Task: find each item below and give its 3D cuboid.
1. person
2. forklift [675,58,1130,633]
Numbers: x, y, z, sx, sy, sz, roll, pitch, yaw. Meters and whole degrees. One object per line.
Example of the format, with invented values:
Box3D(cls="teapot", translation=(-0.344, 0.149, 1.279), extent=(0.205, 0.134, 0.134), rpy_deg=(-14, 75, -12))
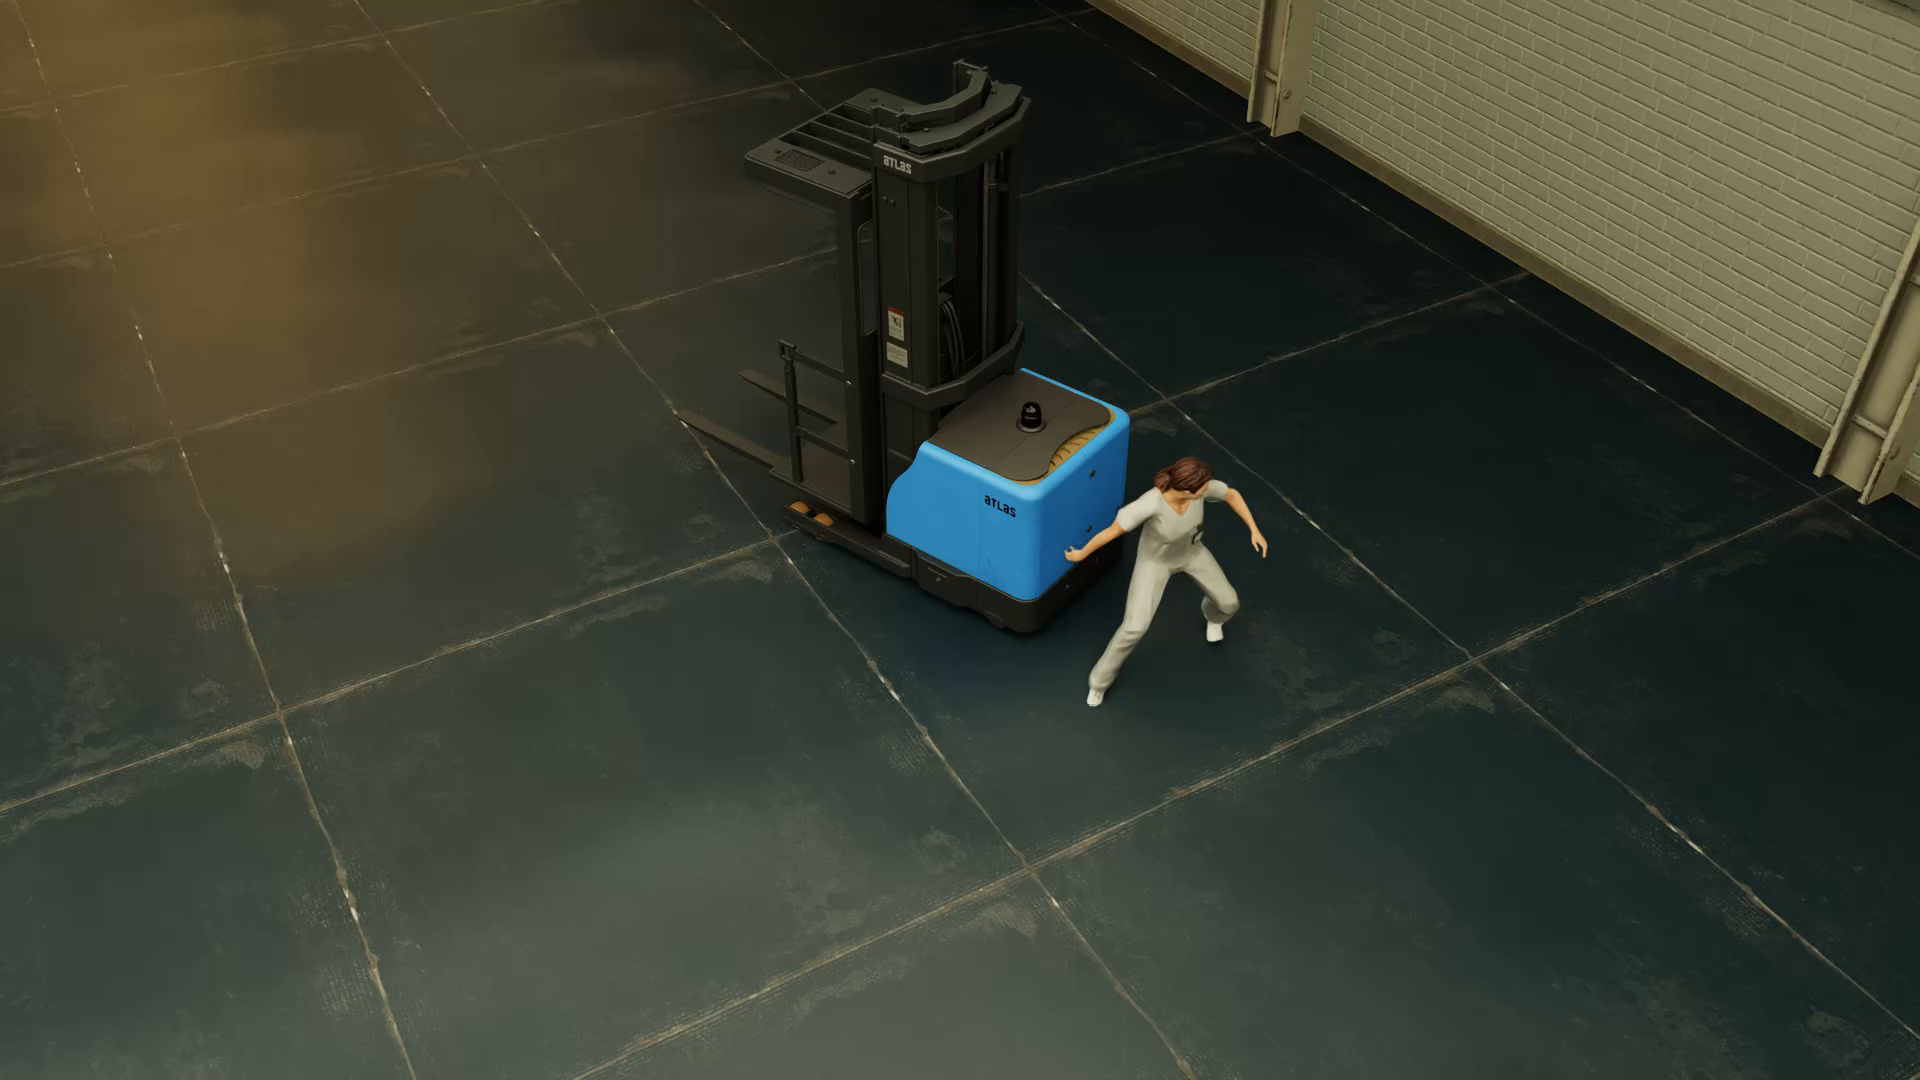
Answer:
Box3D(cls="person", translation=(1.105, 0.159, 9.030), extent=(1.001, 1.615, 0.525), rpy_deg=(-12, 41, -14))
Box3D(cls="forklift", translation=(-0.481, -1.366, 9.683), extent=(3.031, 2.935, 1.130), rpy_deg=(26, 46, 28))
